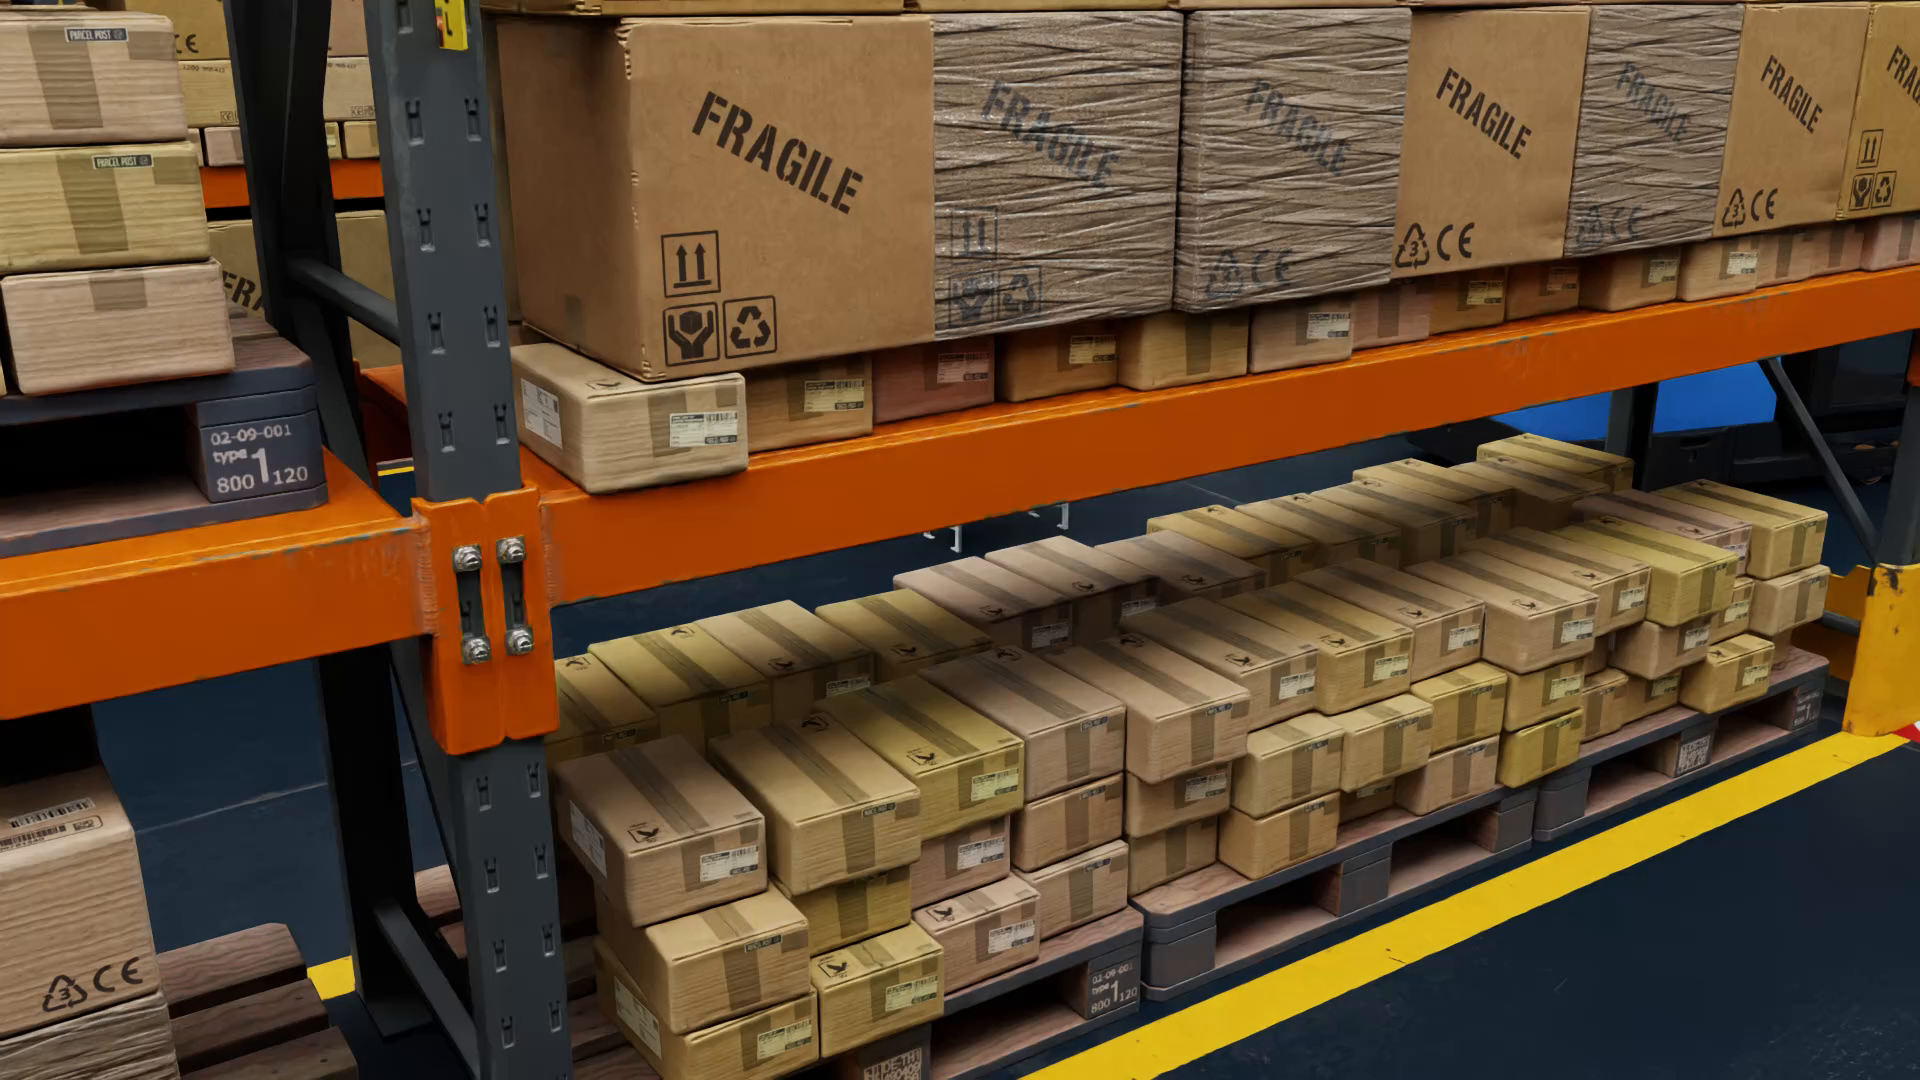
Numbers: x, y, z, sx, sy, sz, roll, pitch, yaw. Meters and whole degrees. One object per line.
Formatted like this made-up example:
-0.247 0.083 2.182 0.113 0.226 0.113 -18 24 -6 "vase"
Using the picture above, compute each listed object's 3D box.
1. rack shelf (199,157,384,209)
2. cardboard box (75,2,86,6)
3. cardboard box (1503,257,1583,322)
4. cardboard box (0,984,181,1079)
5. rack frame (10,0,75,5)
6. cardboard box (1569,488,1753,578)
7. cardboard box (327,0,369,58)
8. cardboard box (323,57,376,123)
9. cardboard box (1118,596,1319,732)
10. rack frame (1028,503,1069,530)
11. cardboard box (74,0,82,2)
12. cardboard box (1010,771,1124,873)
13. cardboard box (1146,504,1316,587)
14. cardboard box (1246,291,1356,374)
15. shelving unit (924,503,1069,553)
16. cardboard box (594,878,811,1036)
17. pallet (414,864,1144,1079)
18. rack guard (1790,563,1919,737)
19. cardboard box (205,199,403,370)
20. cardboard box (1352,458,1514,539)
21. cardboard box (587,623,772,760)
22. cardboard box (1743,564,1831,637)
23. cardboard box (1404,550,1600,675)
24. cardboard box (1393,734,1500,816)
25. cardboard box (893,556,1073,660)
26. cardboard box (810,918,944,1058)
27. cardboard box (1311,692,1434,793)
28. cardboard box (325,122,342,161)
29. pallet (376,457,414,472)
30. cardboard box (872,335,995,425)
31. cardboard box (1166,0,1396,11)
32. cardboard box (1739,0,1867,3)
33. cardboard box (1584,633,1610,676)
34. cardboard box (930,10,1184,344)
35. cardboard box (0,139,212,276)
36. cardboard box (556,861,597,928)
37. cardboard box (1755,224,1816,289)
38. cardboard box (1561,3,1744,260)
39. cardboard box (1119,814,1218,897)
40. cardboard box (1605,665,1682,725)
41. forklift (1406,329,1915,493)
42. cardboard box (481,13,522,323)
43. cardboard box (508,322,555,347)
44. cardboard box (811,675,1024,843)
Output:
-1.908 -1.716 7.760 4.000 0.370 1.077 -12 22 -31 "rack shelf"
-8.022 -4.510 14.746 0.500 0.500 0.500 -11 22 -30 "cardboard box"
1.165 -0.609 3.756 0.250 0.149 0.380 -13 23 -34 "cardboard box"
-1.414 0.823 2.374 0.500 0.500 0.500 -12 22 -32 "cardboard box"
-3.578 -1.705 6.603 0.127 3.000 1.000 -12 22 -31 "rack frame"
1.862 -0.005 4.442 0.250 0.149 0.380 -11 22 -30 "cardboard box"
-2.622 -2.230 6.757 0.500 0.500 0.500 -12 22 -31 "cardboard box"
-2.623 -1.873 6.872 0.500 0.250 0.500 -12 22 -32 "cardboard box"
0.559 0.269 3.632 0.250 0.149 0.380 -13 23 -34 "cardboard box"
0.342 -0.641 6.266 0.015 1.200 0.240 -12 22 -31 "rack frame"
-8.044 -4.975 14.559 0.500 0.500 0.500 -13 22 -33 "cardboard box"
0.117 0.504 3.400 0.250 0.149 0.380 -13 23 -34 "cardboard box"
0.693 0.044 4.299 0.250 0.149 0.380 -12 22 -31 "cardboard box"
0.555 -0.448 3.280 0.250 0.149 0.380 -11 21 -29 "cardboard box"
0.138 -0.598 6.139 0.503 1.200 0.258 -12 22 -31 "shelving unit"
-0.456 0.672 2.904 0.250 0.149 0.380 -11 21 -29 "cardboard box"
-0.393 0.833 3.451 1.213 0.211 1.003 -12 22 -31 "pallet"
2.343 0.133 5.071 0.348 0.500 1.175 -12 22 -31 "rack guard"
-2.983 -0.992 7.157 0.875 0.875 0.875 -12 22 -31 "cardboard box"
1.337 -0.103 4.731 0.250 0.149 0.380 -12 22 -32 "cardboard box"
-0.589 0.322 3.476 0.250 0.149 0.380 -12 22 -31 "cardboard box"
2.122 0.115 4.551 0.250 0.149 0.380 -13 22 -33 "cardboard box"
1.271 0.166 3.938 0.250 0.149 0.380 -11 22 -29 "cardboard box"
1.037 0.483 3.929 0.250 0.149 0.380 -11 22 -30 "cardboard box"
0.050 0.179 3.899 0.250 0.149 0.380 -13 23 -34 "cardboard box"
-0.231 0.767 3.090 0.250 0.149 0.380 -11 22 -30 "cardboard box"
0.825 0.398 3.715 0.250 0.149 0.380 -12 22 -31 "cardboard box"
-2.709 -1.642 6.809 0.250 0.149 0.380 -11 22 -30 "cardboard box"
-2.900 -0.497 7.384 1.213 0.211 1.003 -12 22 -31 "pallet"
-0.149 -0.330 2.929 0.250 0.149 0.380 -13 23 -34 "cardboard box"
0.439 -1.212 2.965 0.500 0.500 0.500 -11 22 -31 "cardboard box"
1.738 -1.490 3.787 0.500 0.500 0.500 -13 23 -33 "cardboard box"
1.408 0.227 4.220 0.250 0.149 0.380 -12 22 -32 "cardboard box"
0.027 -0.657 2.885 0.500 0.500 0.500 -12 22 -31 "cardboard box"
-1.158 -0.458 2.188 0.250 0.149 0.380 -11 22 -30 "cardboard box"
-0.794 0.631 3.489 0.250 0.149 0.380 -12 22 -31 "cardboard box"
1.860 -0.731 4.115 0.250 0.149 0.380 -12 22 -32 "cardboard box"
1.321 -0.924 3.673 0.500 0.500 0.500 -12 22 -31 "cardboard box"
0.338 0.594 3.600 0.250 0.149 0.380 -13 23 -34 "cardboard box"
1.654 0.331 4.377 0.250 0.149 0.380 -12 22 -32 "cardboard box"
3.535 -1.772 6.911 3.031 2.935 1.130 -6 20 -18 "forklift"
-0.686 -0.709 3.038 0.500 0.500 0.500 -12 22 -31 "cardboard box"
-0.825 -0.354 3.000 0.250 0.149 0.380 -12 22 -32 "cardboard box"
-0.086 0.414 3.203 0.250 0.149 0.380 -12 22 -32 "cardboard box"
